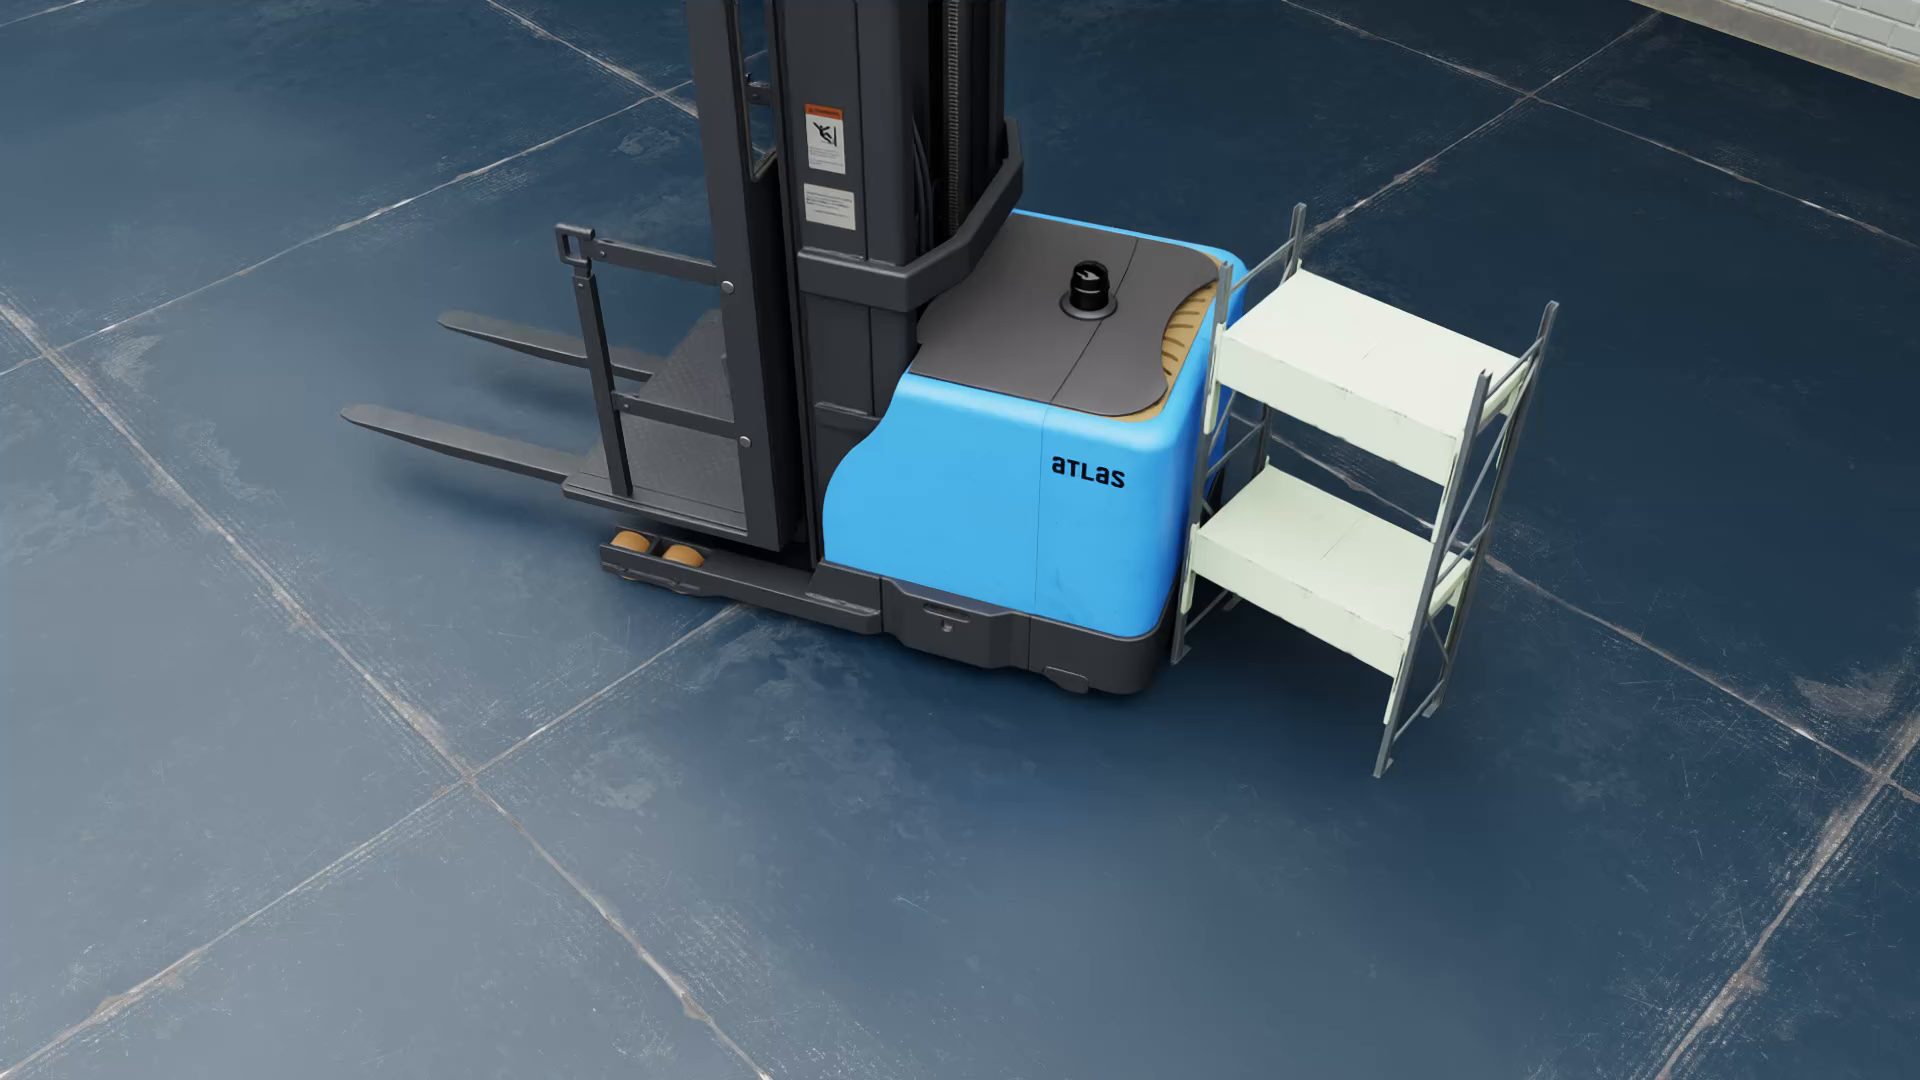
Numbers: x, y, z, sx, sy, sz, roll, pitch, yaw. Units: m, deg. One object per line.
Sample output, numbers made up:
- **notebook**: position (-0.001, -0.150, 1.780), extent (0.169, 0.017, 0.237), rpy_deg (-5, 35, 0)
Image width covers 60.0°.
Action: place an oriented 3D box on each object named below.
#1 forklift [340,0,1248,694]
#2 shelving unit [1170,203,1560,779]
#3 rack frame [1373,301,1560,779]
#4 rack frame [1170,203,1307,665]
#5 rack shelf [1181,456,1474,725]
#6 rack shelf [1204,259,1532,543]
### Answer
- **forklift**: position (-0.671, -1.217, 4.907), extent (3.031, 2.935, 1.130), rpy_deg (14, 45, 15)
- **shelving unit**: position (1.091, -0.103, 4.756), extent (0.755, 1.500, 0.431), rpy_deg (29, 50, 28)
- **rack frame**: position (1.373, 0.056, 4.584), extent (0.023, 1.500, 0.400), rpy_deg (29, 50, 28)
- **rack frame**: position (0.810, -0.261, 4.927), extent (0.023, 1.500, 0.400), rpy_deg (29, 50, 28)
- **rack shelf**: position (1.091, 0.137, 4.977), extent (0.720, 0.370, 0.431), rpy_deg (29, 50, 28)
- **rack shelf**: position (1.091, -0.389, 4.491), extent (0.720, 0.370, 0.431), rpy_deg (29, 50, 28)
